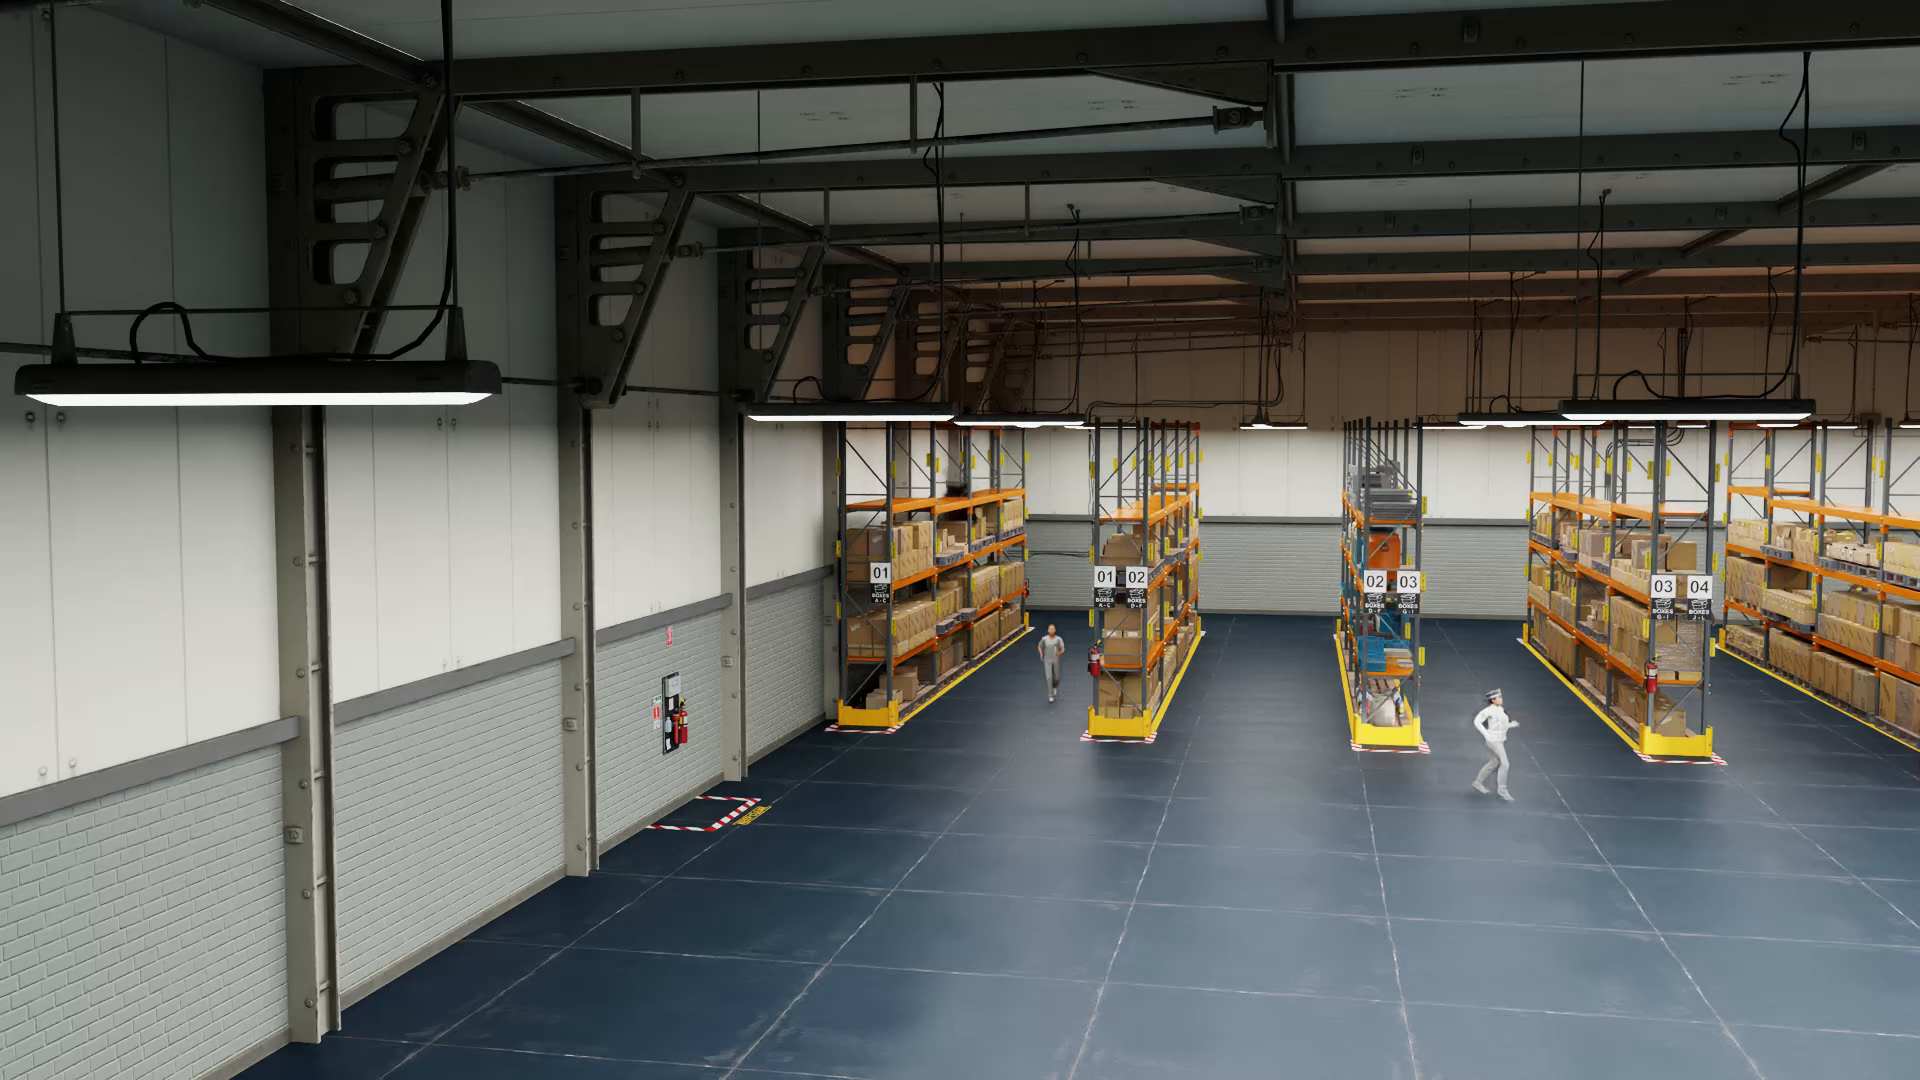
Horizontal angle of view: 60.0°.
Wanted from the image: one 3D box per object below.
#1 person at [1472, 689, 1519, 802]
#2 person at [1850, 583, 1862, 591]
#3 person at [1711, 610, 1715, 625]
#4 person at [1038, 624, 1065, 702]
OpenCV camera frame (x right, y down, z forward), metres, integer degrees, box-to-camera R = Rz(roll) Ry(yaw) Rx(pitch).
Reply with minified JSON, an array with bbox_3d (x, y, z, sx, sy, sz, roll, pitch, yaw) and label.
[{"bbox_3d":[8.357,3.183,25.997,0.721,1.742,0.595,3,5,37],"label":"person"},{"bbox_3d":[24.172,1.944,44.750,0.902,1.815,0.712,1,4,19],"label":"person"},{"bbox_3d":[18.349,2.253,41.109,0.576,1.649,0.706,1,4,20],"label":"person"},{"bbox_3d":[1.947,2.600,35.493,0.575,1.635,0.802,0,4,1],"label":"person"}]
